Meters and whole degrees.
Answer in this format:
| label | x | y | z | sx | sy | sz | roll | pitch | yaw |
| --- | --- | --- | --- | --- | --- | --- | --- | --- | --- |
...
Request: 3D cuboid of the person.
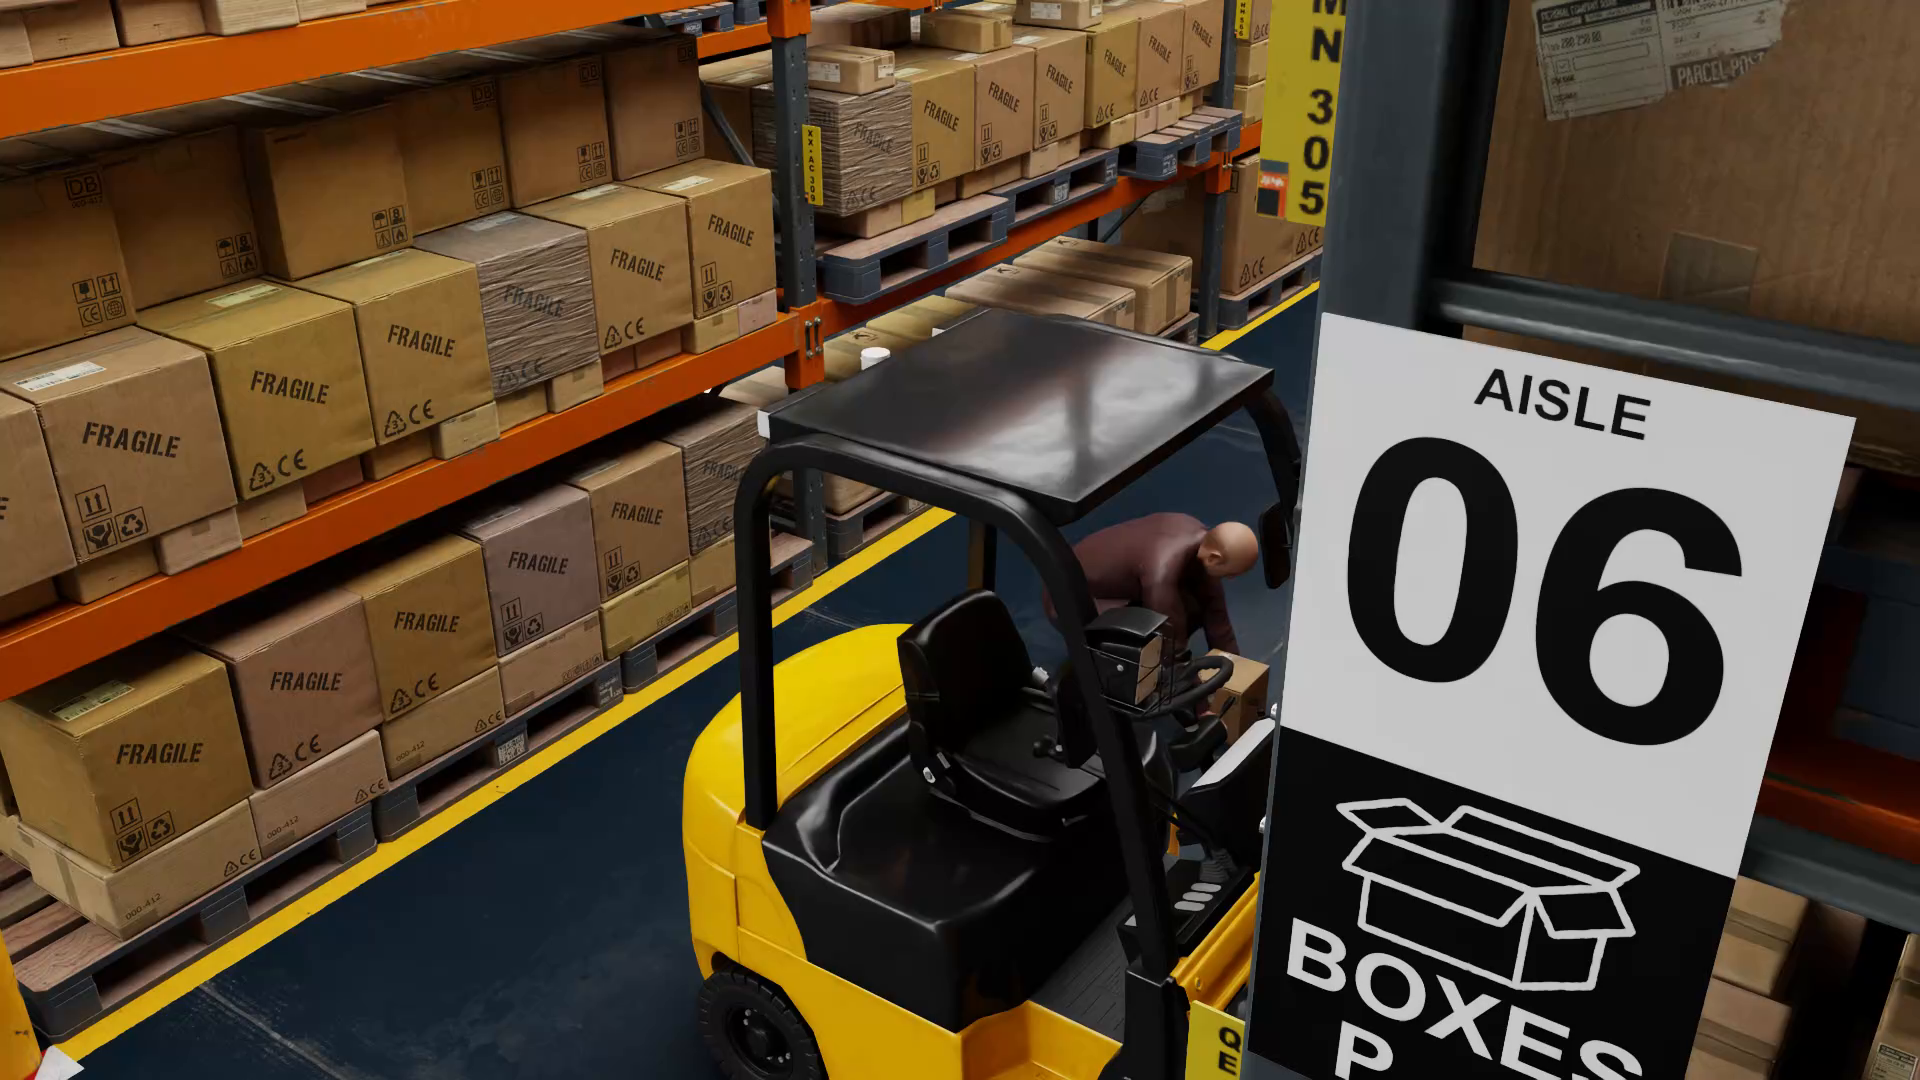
| label | x | y | z | sx | sy | sz | roll | pitch | yaw |
| --- | --- | --- | --- | --- | --- | --- | --- | --- | --- |
| person | 0.753 | 0.282 | 6.646 | 0.902 | 0.877 | 0.596 | 17 | 31 | 31 |
